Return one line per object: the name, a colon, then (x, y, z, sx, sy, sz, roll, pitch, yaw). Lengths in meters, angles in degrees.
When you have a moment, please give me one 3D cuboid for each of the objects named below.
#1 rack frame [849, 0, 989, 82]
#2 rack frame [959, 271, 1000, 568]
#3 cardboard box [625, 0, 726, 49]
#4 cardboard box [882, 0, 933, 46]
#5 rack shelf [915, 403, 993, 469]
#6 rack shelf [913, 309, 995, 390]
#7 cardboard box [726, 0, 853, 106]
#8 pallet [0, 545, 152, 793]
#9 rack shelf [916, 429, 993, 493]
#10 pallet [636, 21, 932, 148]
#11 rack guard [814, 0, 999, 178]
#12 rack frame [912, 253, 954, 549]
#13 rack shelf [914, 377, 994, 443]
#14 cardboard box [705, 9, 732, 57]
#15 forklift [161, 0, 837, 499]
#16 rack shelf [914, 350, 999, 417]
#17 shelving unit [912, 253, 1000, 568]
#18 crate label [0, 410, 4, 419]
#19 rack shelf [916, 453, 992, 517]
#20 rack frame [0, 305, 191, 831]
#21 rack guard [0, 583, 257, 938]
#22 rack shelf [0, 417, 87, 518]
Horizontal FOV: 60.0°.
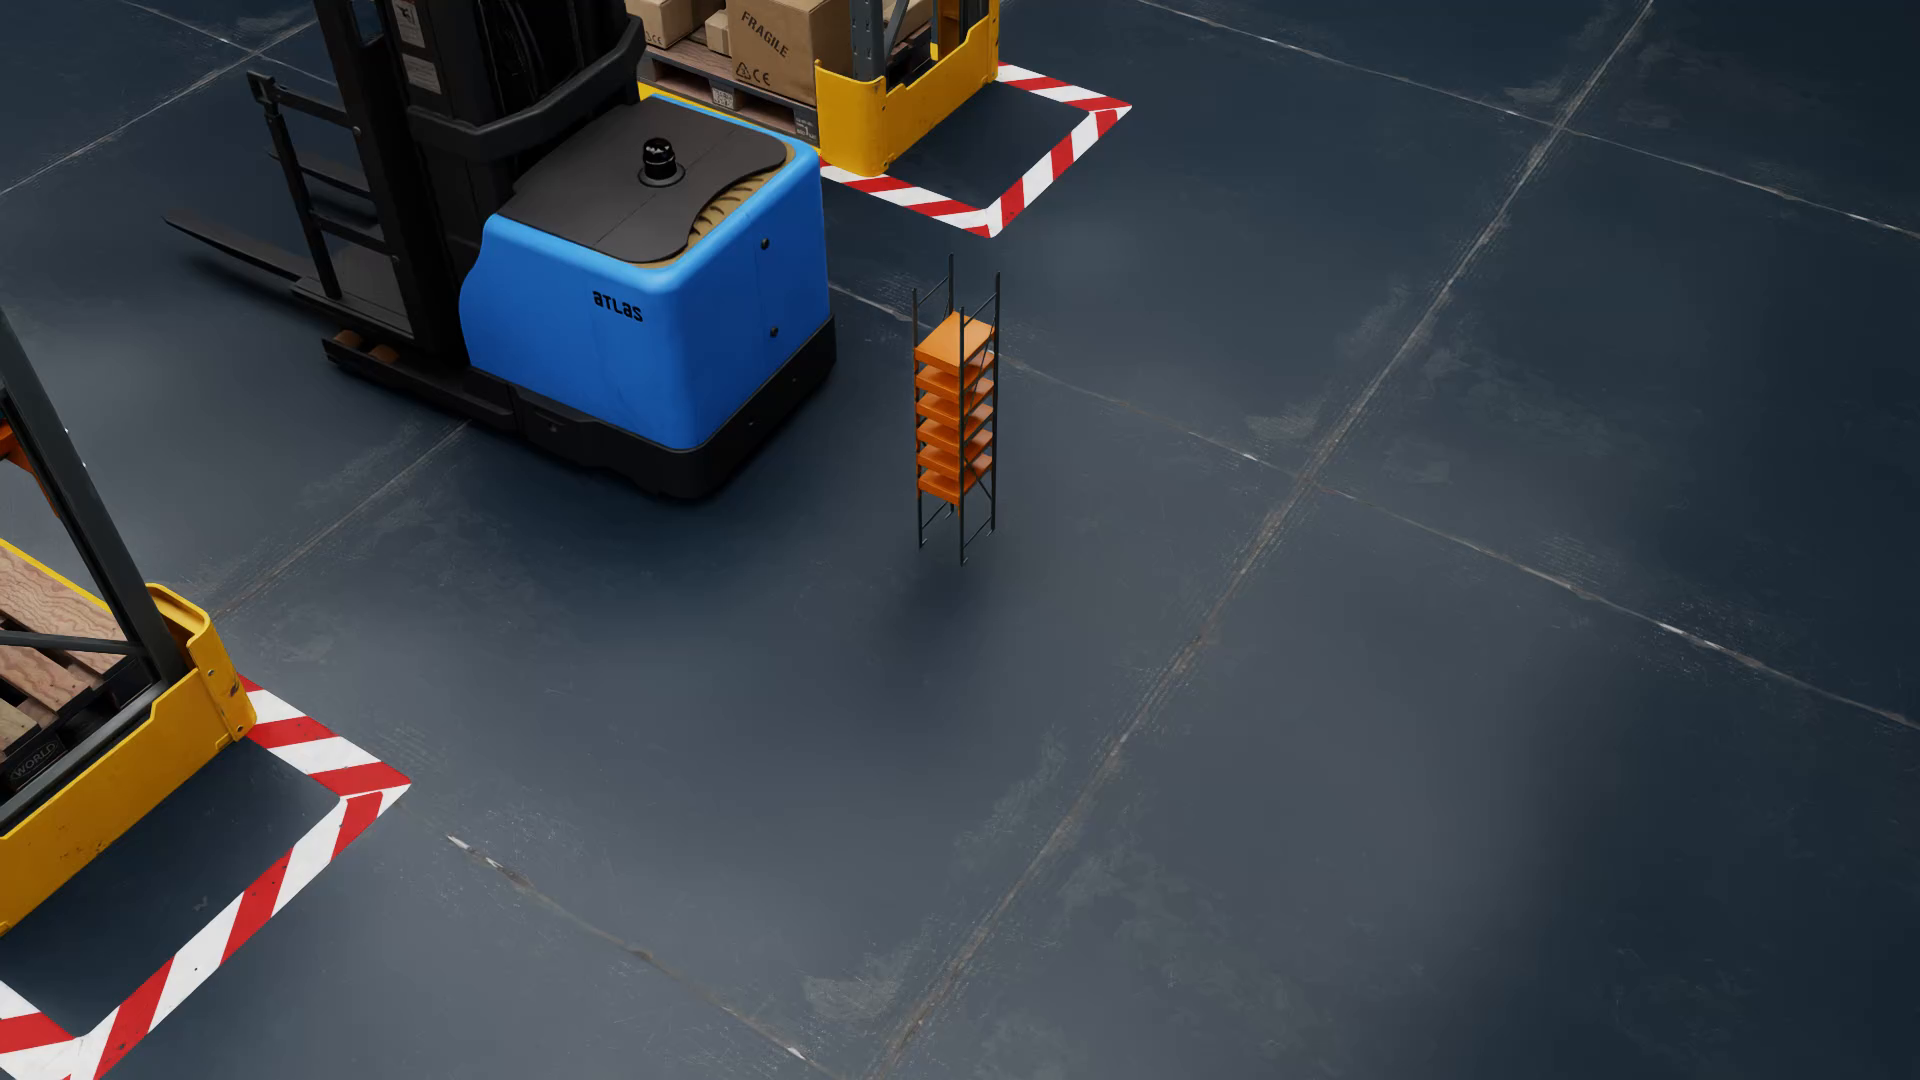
rack frame: (-0.175, -3.145, 7.215, 0.127, 3.000, 1.000, 25, 51, 22)
rack frame: (0.065, -0.388, 5.791, 0.006, 1.200, 0.240, 25, 51, 22)
cardboard box: (-1.549, -2.788, 8.478, 0.500, 0.250, 0.500, 25, 51, 22)
cardboard box: (-0.342, -2.675, 8.439, 0.250, 0.149, 0.380, 25, 51, 22)
rack shelf: (-0.012, -0.393, 5.857, 0.180, 0.103, 0.258, 25, 51, 22)
rack shelf: (-0.012, -0.644, 5.599, 0.180, 0.103, 0.258, 25, 51, 22)
cardboard box: (-0.766, -2.489, 8.014, 0.500, 0.500, 0.500, 25, 51, 22)
pallet: (-3.526, 0.472, 5.644, 1.213, 0.211, 1.003, 25, 51, 22)
rack shelf: (-0.012, -0.309, 5.943, 0.180, 0.103, 0.258, 25, 51, 22)
pallet: (-0.911, -2.511, 8.543, 1.213, 0.211, 1.003, 25, 51, 22)
rack guard: (-0.239, -2.304, 8.140, 0.348, 0.500, 1.175, 25, 51, 22)
rack frame: (-0.089, -0.459, 5.860, 0.006, 1.200, 0.240, 25, 51, 22)
rack shelf: (-0.012, -0.476, 5.771, 0.180, 0.103, 0.258, 25, 51, 22)
cardboard box: (-1.058, -2.584, 8.339, 0.250, 0.166, 0.380, 25, 51, 22)
forklift: (-2.045, -1.965, 6.116, 3.031, 2.935, 1.130, 22, 50, 20)
rack shelf: (-0.012, -0.560, 5.685, 0.180, 0.103, 0.258, 25, 51, 22)
shelving unit: (-0.012, -0.424, 5.825, 0.189, 1.200, 0.258, 25, 51, 22)
crate label: (-2.883, -0.414, 4.635, 0.303, 0.233, 0.416, 25, 51, 22)
rack shelf: (-0.012, -0.226, 6.029, 0.180, 0.103, 0.258, 25, 51, 22)
rack frame: (-2.853, -0.157, 4.311, 0.127, 3.000, 1.000, 25, 51, 22)
rack guard: (-2.825, 0.716, 5.206, 0.348, 0.500, 1.175, 25, 51, 22)
rack shelf: (-4.536, -0.680, 5.321, 4.000, 0.370, 1.077, 25, 51, 22)
